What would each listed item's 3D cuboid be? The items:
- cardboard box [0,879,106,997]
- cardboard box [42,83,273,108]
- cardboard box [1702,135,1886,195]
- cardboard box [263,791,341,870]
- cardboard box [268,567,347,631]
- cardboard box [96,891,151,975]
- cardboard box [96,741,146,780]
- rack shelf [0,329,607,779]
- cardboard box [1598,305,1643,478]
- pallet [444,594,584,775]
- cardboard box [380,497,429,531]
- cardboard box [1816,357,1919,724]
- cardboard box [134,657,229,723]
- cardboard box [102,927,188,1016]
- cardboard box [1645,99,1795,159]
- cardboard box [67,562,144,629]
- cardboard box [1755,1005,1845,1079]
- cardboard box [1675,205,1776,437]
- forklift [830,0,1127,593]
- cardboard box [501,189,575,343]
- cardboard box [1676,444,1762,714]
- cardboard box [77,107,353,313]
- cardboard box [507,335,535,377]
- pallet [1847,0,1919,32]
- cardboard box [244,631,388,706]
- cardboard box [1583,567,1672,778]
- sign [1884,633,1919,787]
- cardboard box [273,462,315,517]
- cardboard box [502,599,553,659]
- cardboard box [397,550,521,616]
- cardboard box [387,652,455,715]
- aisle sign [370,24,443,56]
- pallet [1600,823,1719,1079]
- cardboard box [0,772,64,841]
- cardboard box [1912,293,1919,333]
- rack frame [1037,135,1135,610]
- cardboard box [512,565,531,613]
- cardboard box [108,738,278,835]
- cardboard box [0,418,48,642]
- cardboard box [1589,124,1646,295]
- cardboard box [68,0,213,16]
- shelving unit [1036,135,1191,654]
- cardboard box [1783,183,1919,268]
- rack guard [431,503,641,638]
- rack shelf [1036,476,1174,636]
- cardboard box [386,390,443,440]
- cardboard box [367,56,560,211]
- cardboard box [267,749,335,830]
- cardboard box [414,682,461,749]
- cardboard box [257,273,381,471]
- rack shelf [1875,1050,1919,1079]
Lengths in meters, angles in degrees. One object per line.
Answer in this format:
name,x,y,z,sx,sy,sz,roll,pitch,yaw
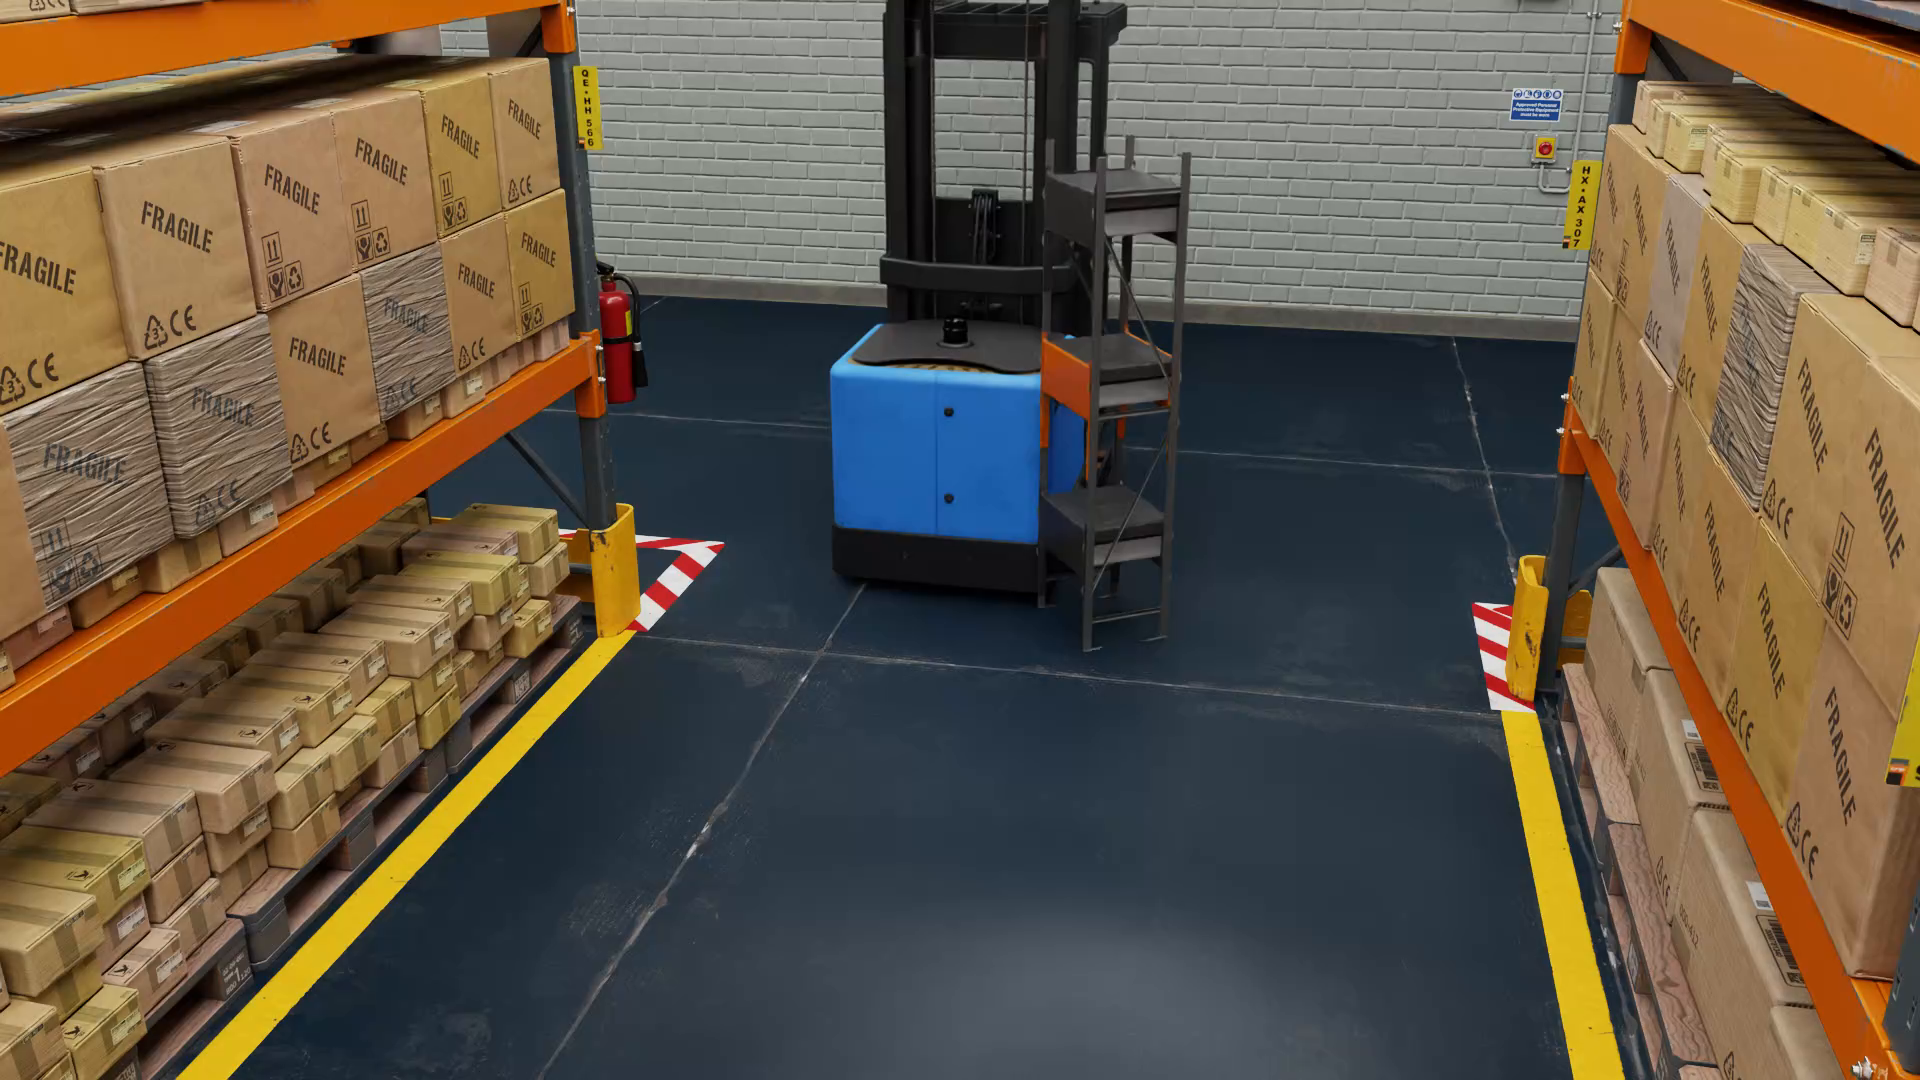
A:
cardboard box,-2.456,1.015,4.277,0.380,0.149,0.250,6,23,14
cardboard box,-2.603,-1.224,5.508,0.500,0.500,0.500,4,22,10
cardboard box,2.217,-0.982,4.437,0.380,0.149,0.250,5,22,11
cardboard box,-2.229,0.911,5.331,0.380,0.149,0.250,4,22,9
cardboard box,-2.551,0.213,6.267,0.380,0.149,0.250,3,22,8
cardboard box,-2.478,1.059,4.564,0.380,0.149,0.250,4,22,11
cardboard box,-2.755,0.745,5.345,0.380,0.149,0.250,3,22,8
rack shelf,-2.435,-0.028,5.372,1.077,0.370,4.000,4,22,11
cardboard box,2.385,-0.459,5.344,0.500,0.500,0.500,4,22,10
pallet,-2.243,0.522,6.775,1.003,0.211,1.213,4,22,11
cardboard box,-2.466,-0.076,6.985,0.380,0.149,0.250,3,22,8
cardboard box,1.849,0.006,2.852,0.500,0.500,0.500,4,22,10
cardboard box,-2.673,0.506,5.540,0.380,0.149,0.250,5,22,11
cardboard box,-2.400,1.196,4.623,0.380,0.149,0.250,4,22,11
cardboard box,2.347,-1.268,5.146,0.380,0.149,0.250,5,23,13
cardboard box,-2.421,0.107,4.410,0.380,0.149,0.250,3,22,9
cardboard box,2.257,1.482,3.526,0.875,0.438,0.875,4,22,10
cardboard box,2.166,-0.549,4.229,0.500,0.500,0.500,5,22,11
forklift,0.223,-1.640,8.501,1.130,2.935,3.031,5,22,12
cardboard box,-1.867,-1.094,6.523,0.500,0.500,0.500,5,22,12
cardboard box,2.056,0.101,3.955,0.500,0.500,0.500,4,22,10
cardboard box,-2.182,-0.986,4.915,0.500,0.500,0.500,4,22,9
cardboard box,-1.904,-0.748,6.532,0.380,0.149,0.250,4,22,11
pallet,2.201,-0.939,2.774,1.003,0.211,1.213,4,22,11
cardboard box,-2.200,0.443,5.696,0.380,0.149,0.250,4,22,9
cardboard box,2.803,0.489,5.991,0.875,0.438,0.875,4,22,9
sign,1.480,0.230,2.503,0.100,0.325,0.005,4,22,11
cardboard box,-2.235,-0.180,5.121,0.380,0.149,0.250,5,23,13
cardboard box,-1.884,0.344,6.738,0.380,0.149,0.250,5,23,13
cardboard box,-1.923,0.163,6.392,0.380,0.149,0.250,4,22,10
cardboard box,-2.053,0.491,5.974,0.380,0.149,0.250,5,22,12
aisle sign,-2.306,-2.349,6.691,0.394,0.787,0.004,4,22,11
pallet,2.502,1.283,4.884,1.003,0.211,1.213,4,22,11
cardboard box,-2.839,0.794,4.825,0.380,0.149,0.250,5,23,13
cardboard box,1.995,-0.417,3.033,0.380,0.149,0.250,4,22,11
rack frame,0.538,-0.685,7.244,0.400,2.100,0.015,-8,23,-20
cardboard box,-1.961,0.202,6.692,0.380,0.149,0.250,4,22,10
cardboard box,-2.290,0.734,4.973,0.380,0.149,0.250,5,22,12
cardboard box,-2.495,0.023,3.749,0.500,0.500,0.500,4,22,10
cardboard box,2.463,-1.110,5.621,0.500,0.500,0.500,4,22,10
cardboard box,-2.272,-1.475,4.185,0.500,0.250,0.500,5,23,13
shelving unit,0.626,-0.601,7.033,0.431,2.100,0.503,-8,23,-20
cardboard box,2.097,-0.701,3.739,0.380,0.149,0.250,4,22,10
rack guard,-2.042,0.094,7.452,1.175,0.500,0.348,4,22,11
rack shelf,0.627,0.062,7.299,0.431,0.518,0.480,-8,23,-20
cardboard box,-2.053,-0.466,5.832,0.380,0.149,0.250,3,22,9
cardboard box,-1.877,-1.555,6.330,0.500,0.500,0.500,4,22,10
cardboard box,-2.227,0.775,5.271,0.380,0.149,0.250,4,22,11
cardboard box,-2.050,0.624,6.044,0.380,0.149,0.250,3,22,9
cardboard box,-2.183,-0.538,5.143,0.500,0.500,0.500,6,23,14
rack shelf,1.615,1.775,0.895,1.077,0.370,4.000,4,22,11
